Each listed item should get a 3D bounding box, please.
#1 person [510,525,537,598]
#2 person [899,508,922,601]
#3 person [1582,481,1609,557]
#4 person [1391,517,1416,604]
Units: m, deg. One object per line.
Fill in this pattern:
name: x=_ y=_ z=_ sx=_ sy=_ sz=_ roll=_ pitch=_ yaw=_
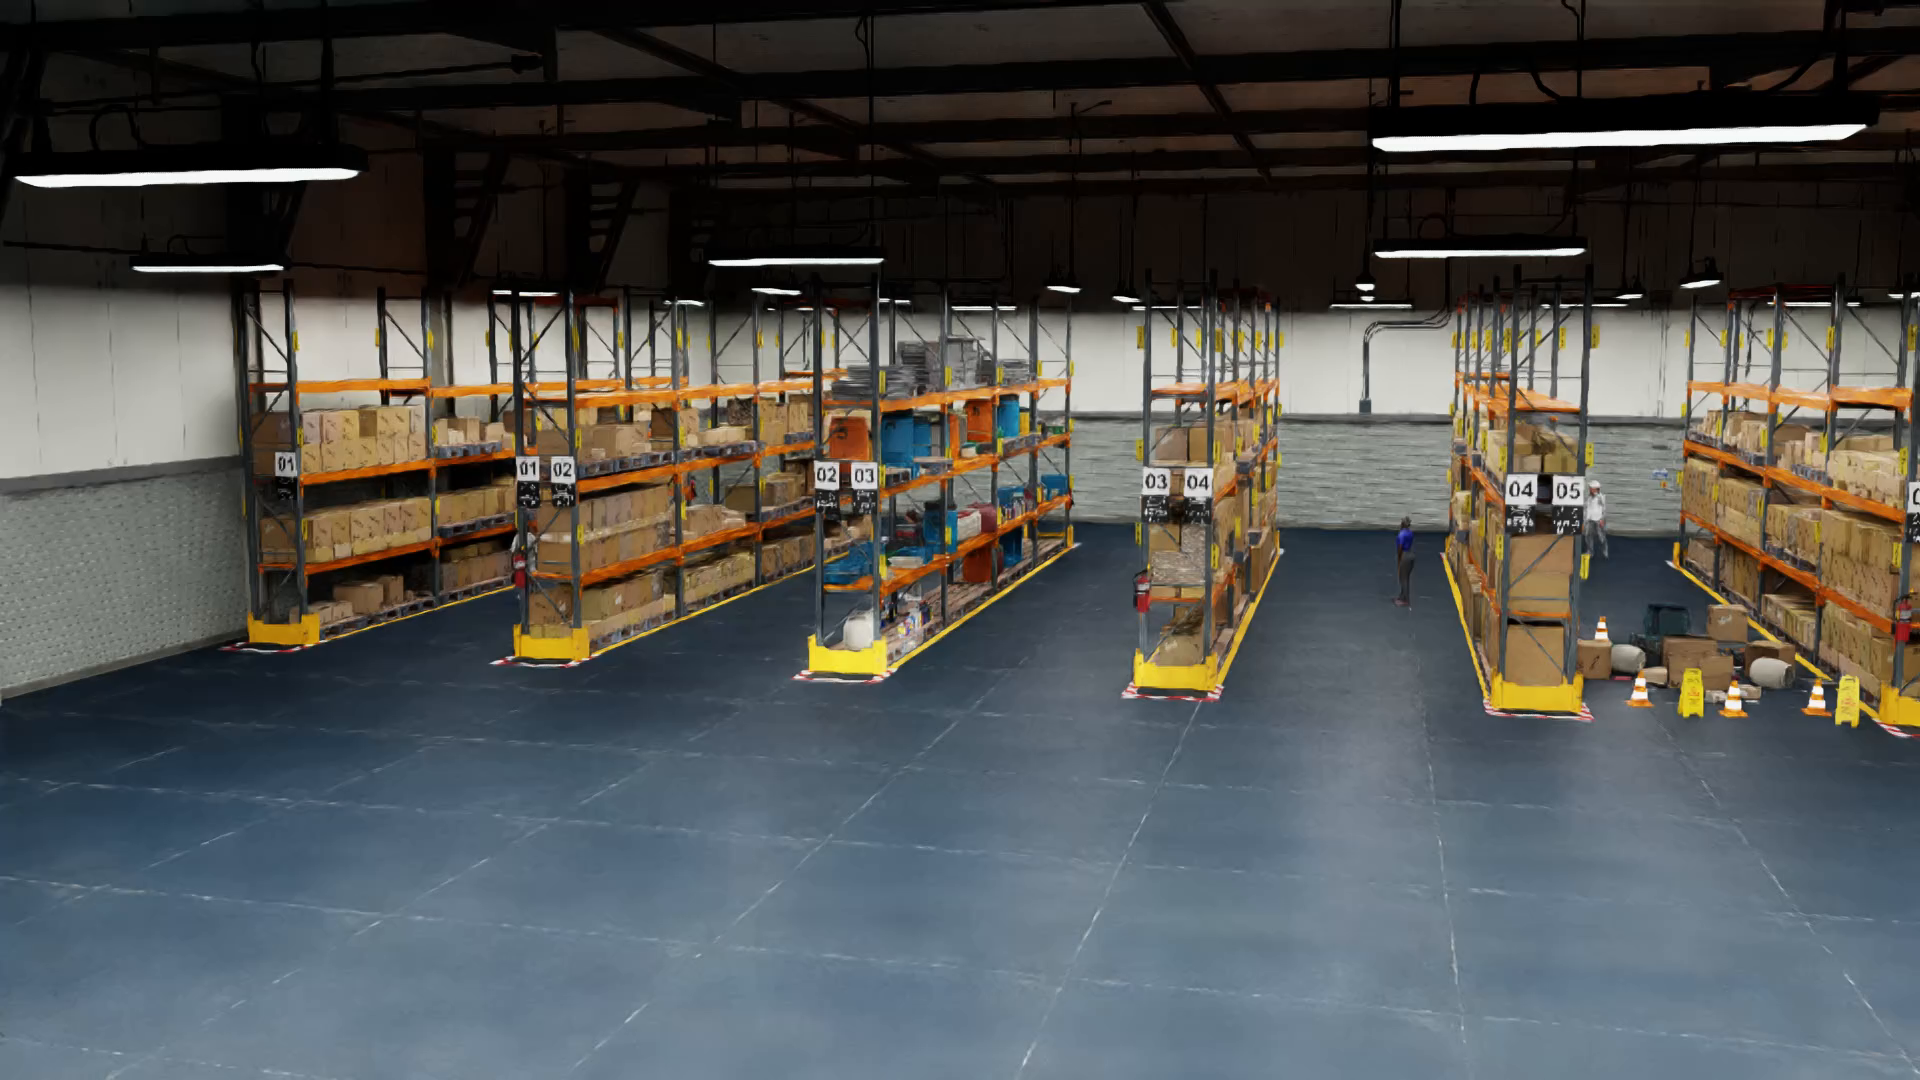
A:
person: x=-8.338 y=0.420 z=31.998 sx=0.562 sy=1.490 sz=0.782 roll=0 pitch=7 yaw=-3
person: x=-0.898 y=0.245 z=30.007 sx=0.543 sy=1.668 sz=0.546 roll=3 pitch=8 yaw=24
person: x=14.775 y=-0.490 z=38.581 sx=0.570 sy=1.768 sz=0.576 roll=-3 pitch=7 yaw=-22
person: x=8.434 y=0.429 z=31.670 sx=0.467 sy=1.558 sz=0.482 roll=7 pitch=10 yaw=44
